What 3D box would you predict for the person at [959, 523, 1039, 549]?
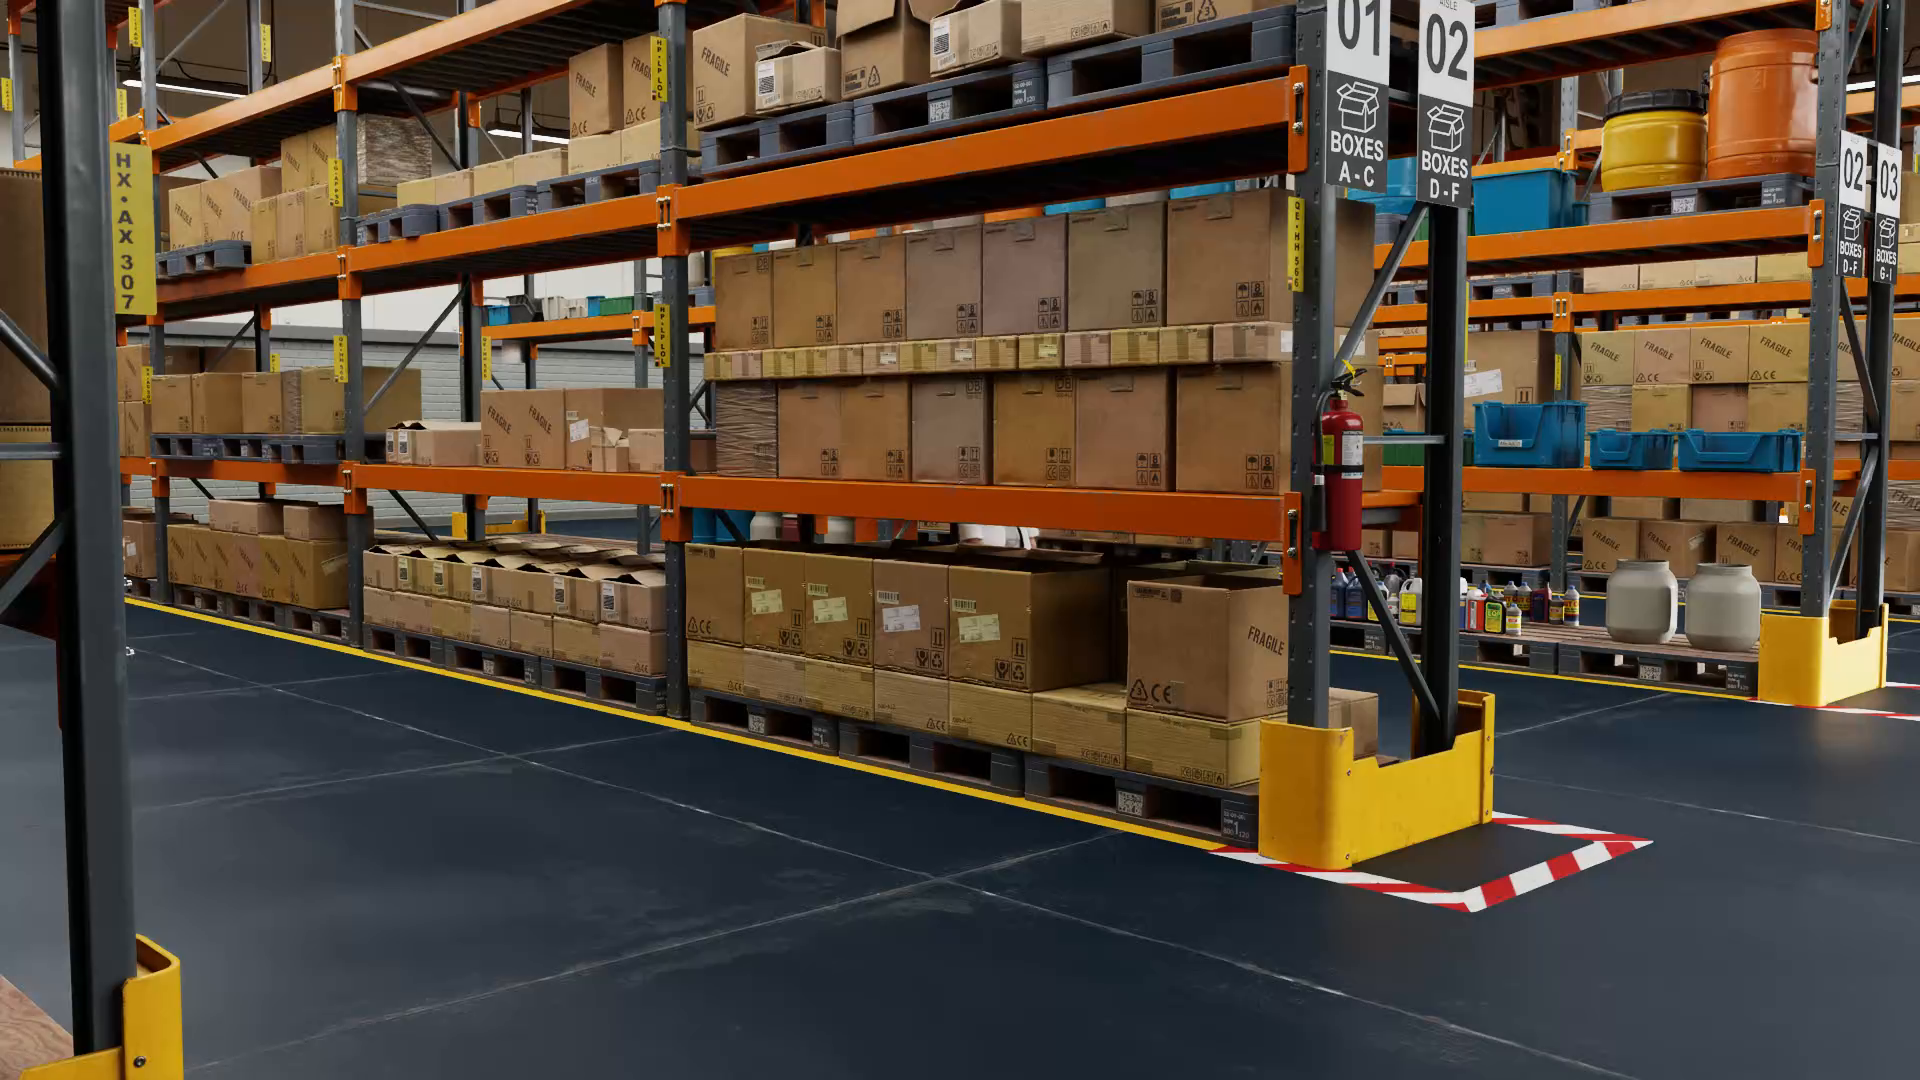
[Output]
[{"bbox_3d":[0.241,0.007,9.862,0.429,1.772,0.649,4,5,43],"label":"person"}]
